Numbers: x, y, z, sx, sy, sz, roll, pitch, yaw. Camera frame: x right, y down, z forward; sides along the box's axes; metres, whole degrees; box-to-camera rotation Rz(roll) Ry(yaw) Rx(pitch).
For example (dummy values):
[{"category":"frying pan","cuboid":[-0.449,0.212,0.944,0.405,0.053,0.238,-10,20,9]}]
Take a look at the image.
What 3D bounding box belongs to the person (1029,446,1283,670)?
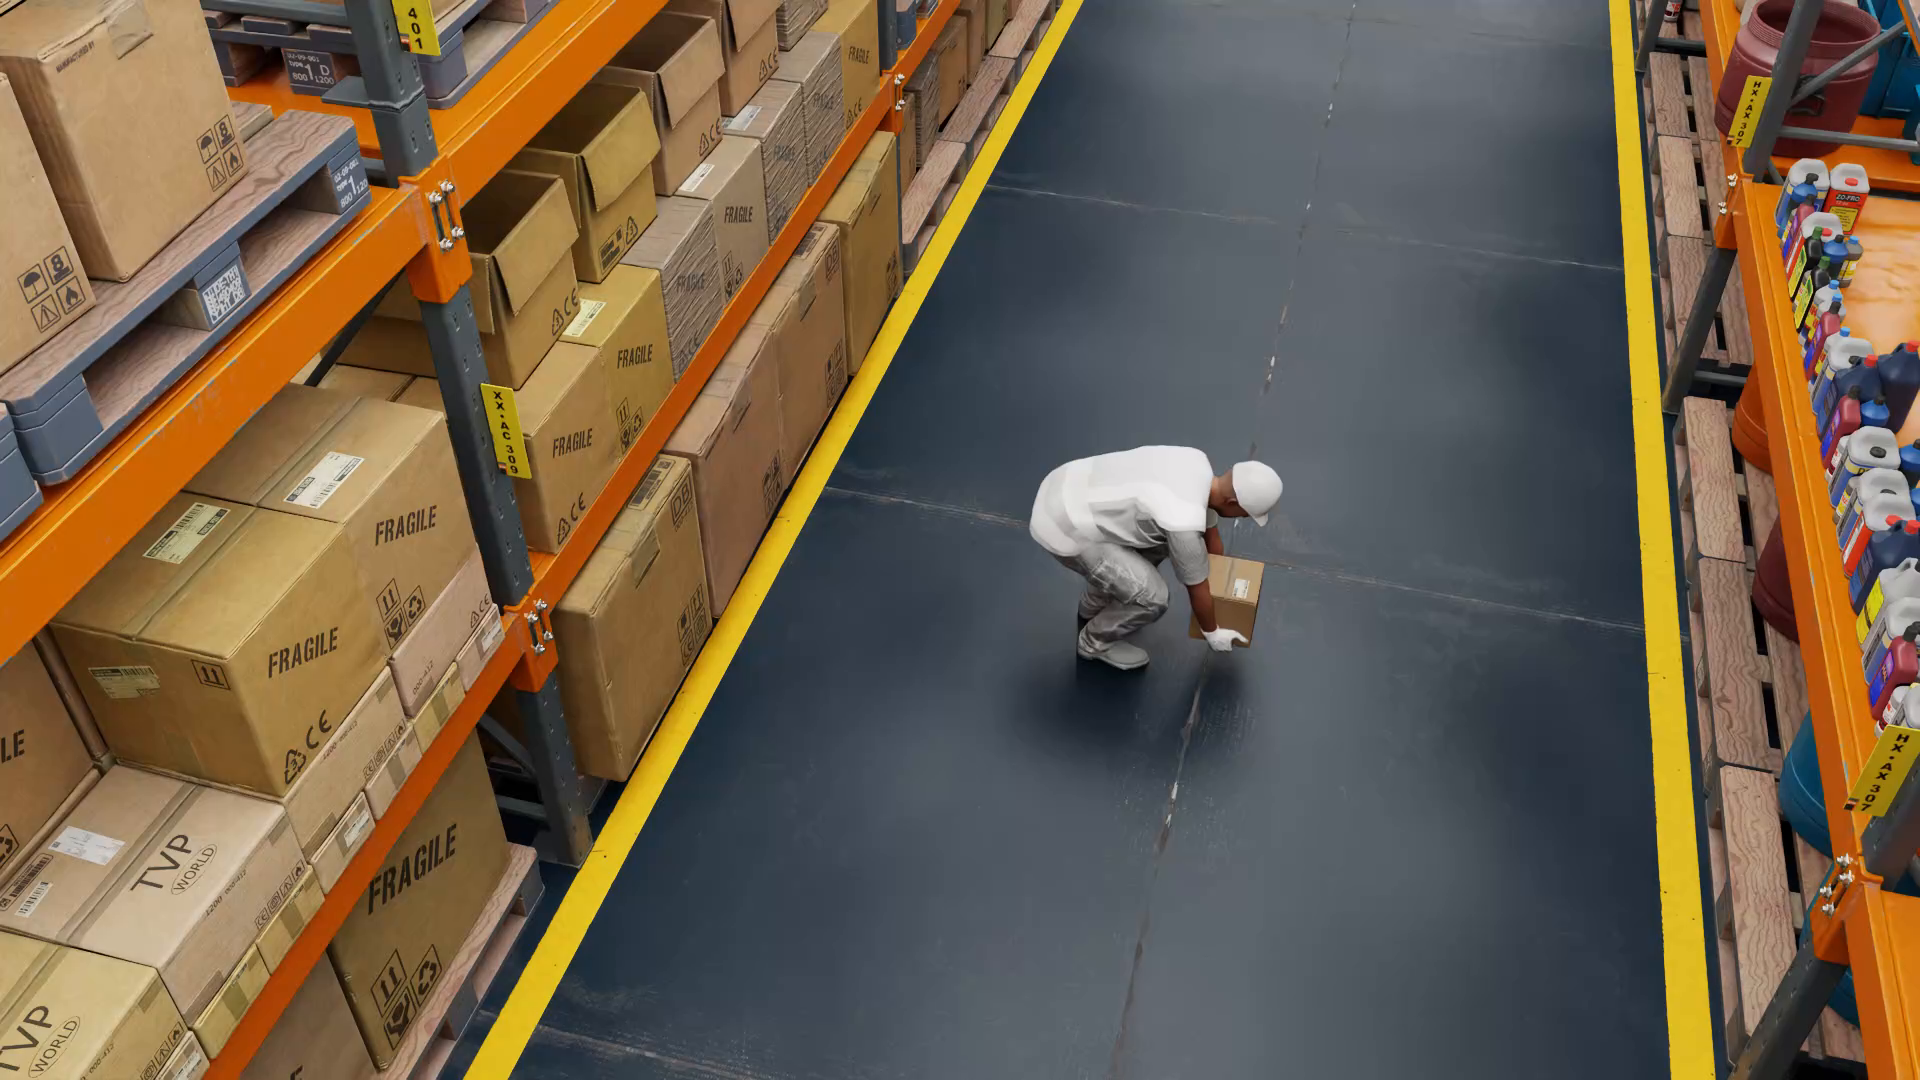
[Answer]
[{"category":"person","cuboid":[0.764,0.044,6.699,0.960,0.993,0.540,9,41,10]}]
